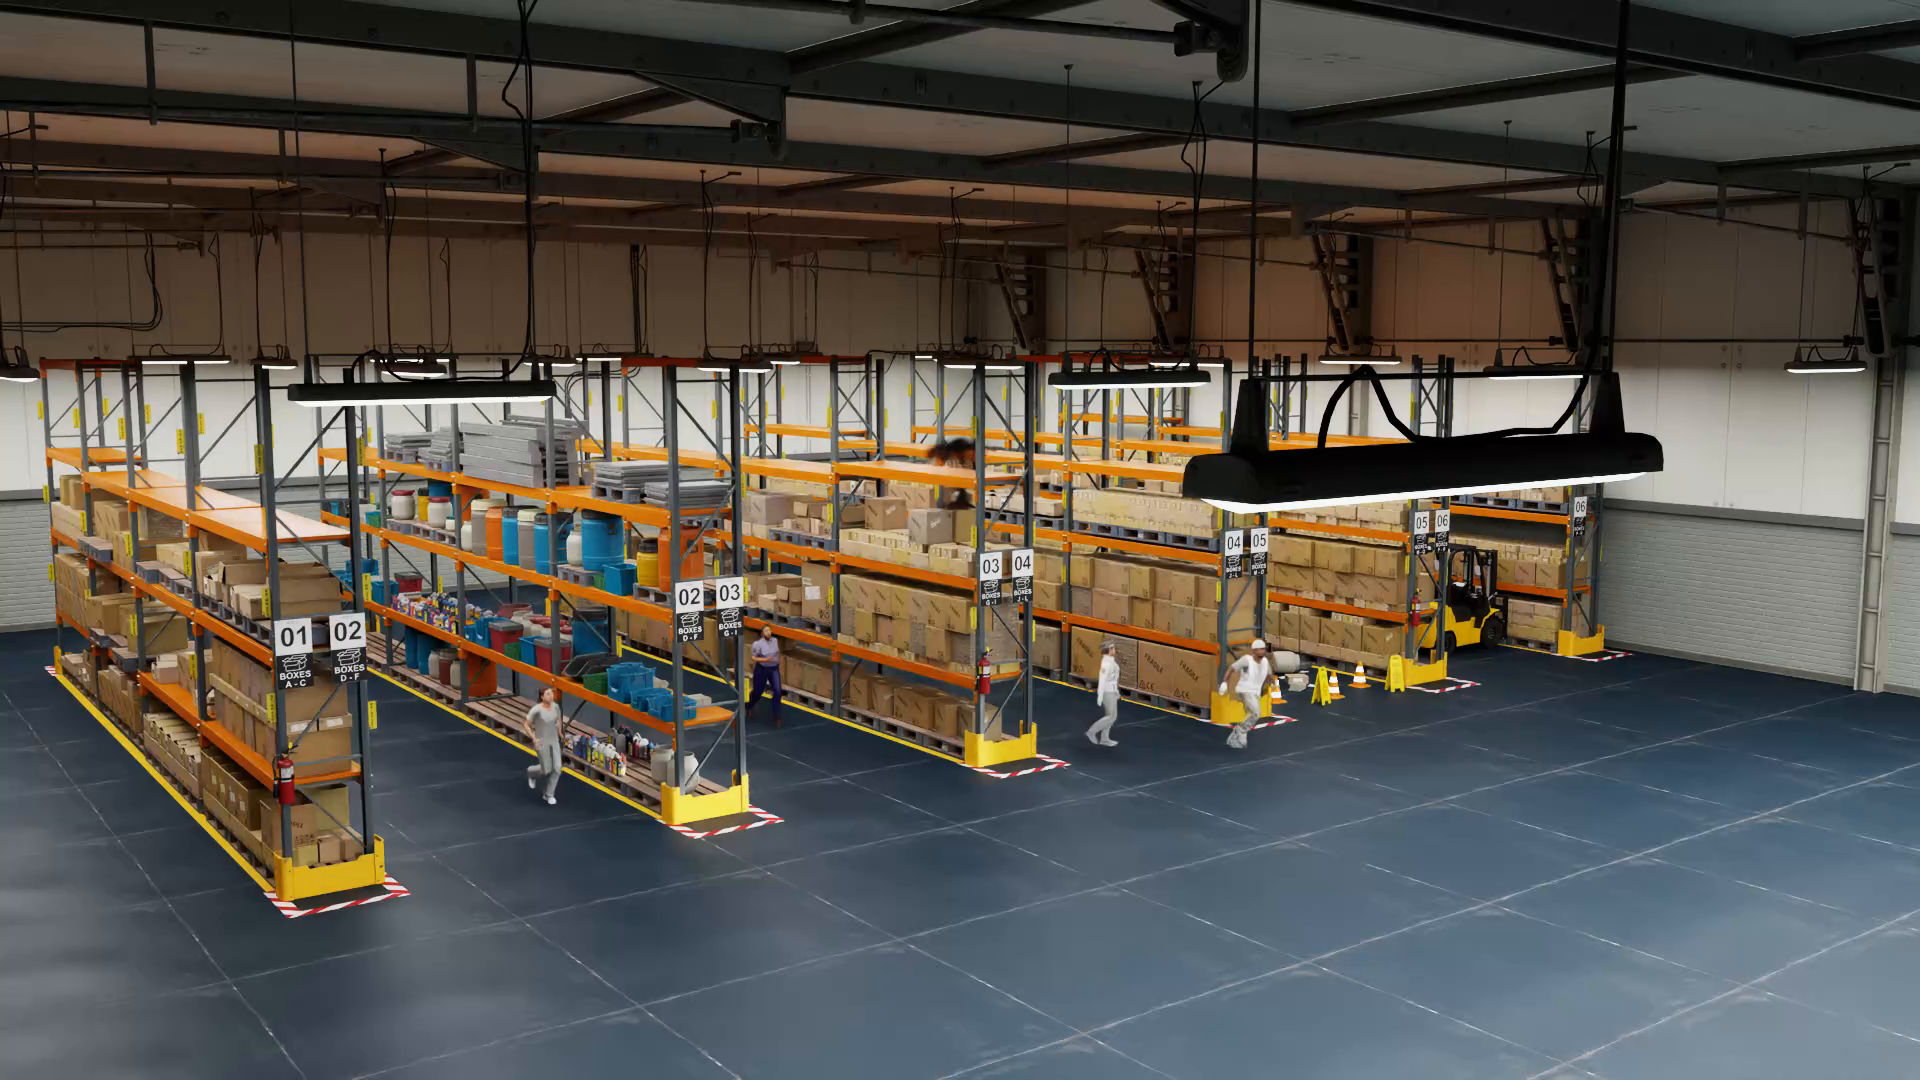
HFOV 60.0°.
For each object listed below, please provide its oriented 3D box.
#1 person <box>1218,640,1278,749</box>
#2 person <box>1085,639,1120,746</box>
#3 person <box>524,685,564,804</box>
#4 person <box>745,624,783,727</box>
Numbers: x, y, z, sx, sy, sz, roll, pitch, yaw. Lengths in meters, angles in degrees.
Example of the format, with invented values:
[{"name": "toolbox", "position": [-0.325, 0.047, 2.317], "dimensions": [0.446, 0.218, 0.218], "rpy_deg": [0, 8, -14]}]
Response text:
[{"name": "person", "position": [4.566, 2.400, 25.912], "dimensions": [0.725, 1.689, 0.862], "rpy_deg": [6, 9, 43]}, {"name": "person", "position": [2.229, 2.391, 25.923], "dimensions": [0.546, 1.678, 0.614], "rpy_deg": [0, 7, 4]}, {"name": "person", "position": [-5.748, 2.792, 22.956], "dimensions": [0.578, 1.625, 0.616], "rpy_deg": [-7, 10, -44]}, {"name": "person", "position": [-3.227, 2.218, 27.578], "dimensions": [0.603, 1.689, 0.901], "rpy_deg": [-4, 8, -30]}]
